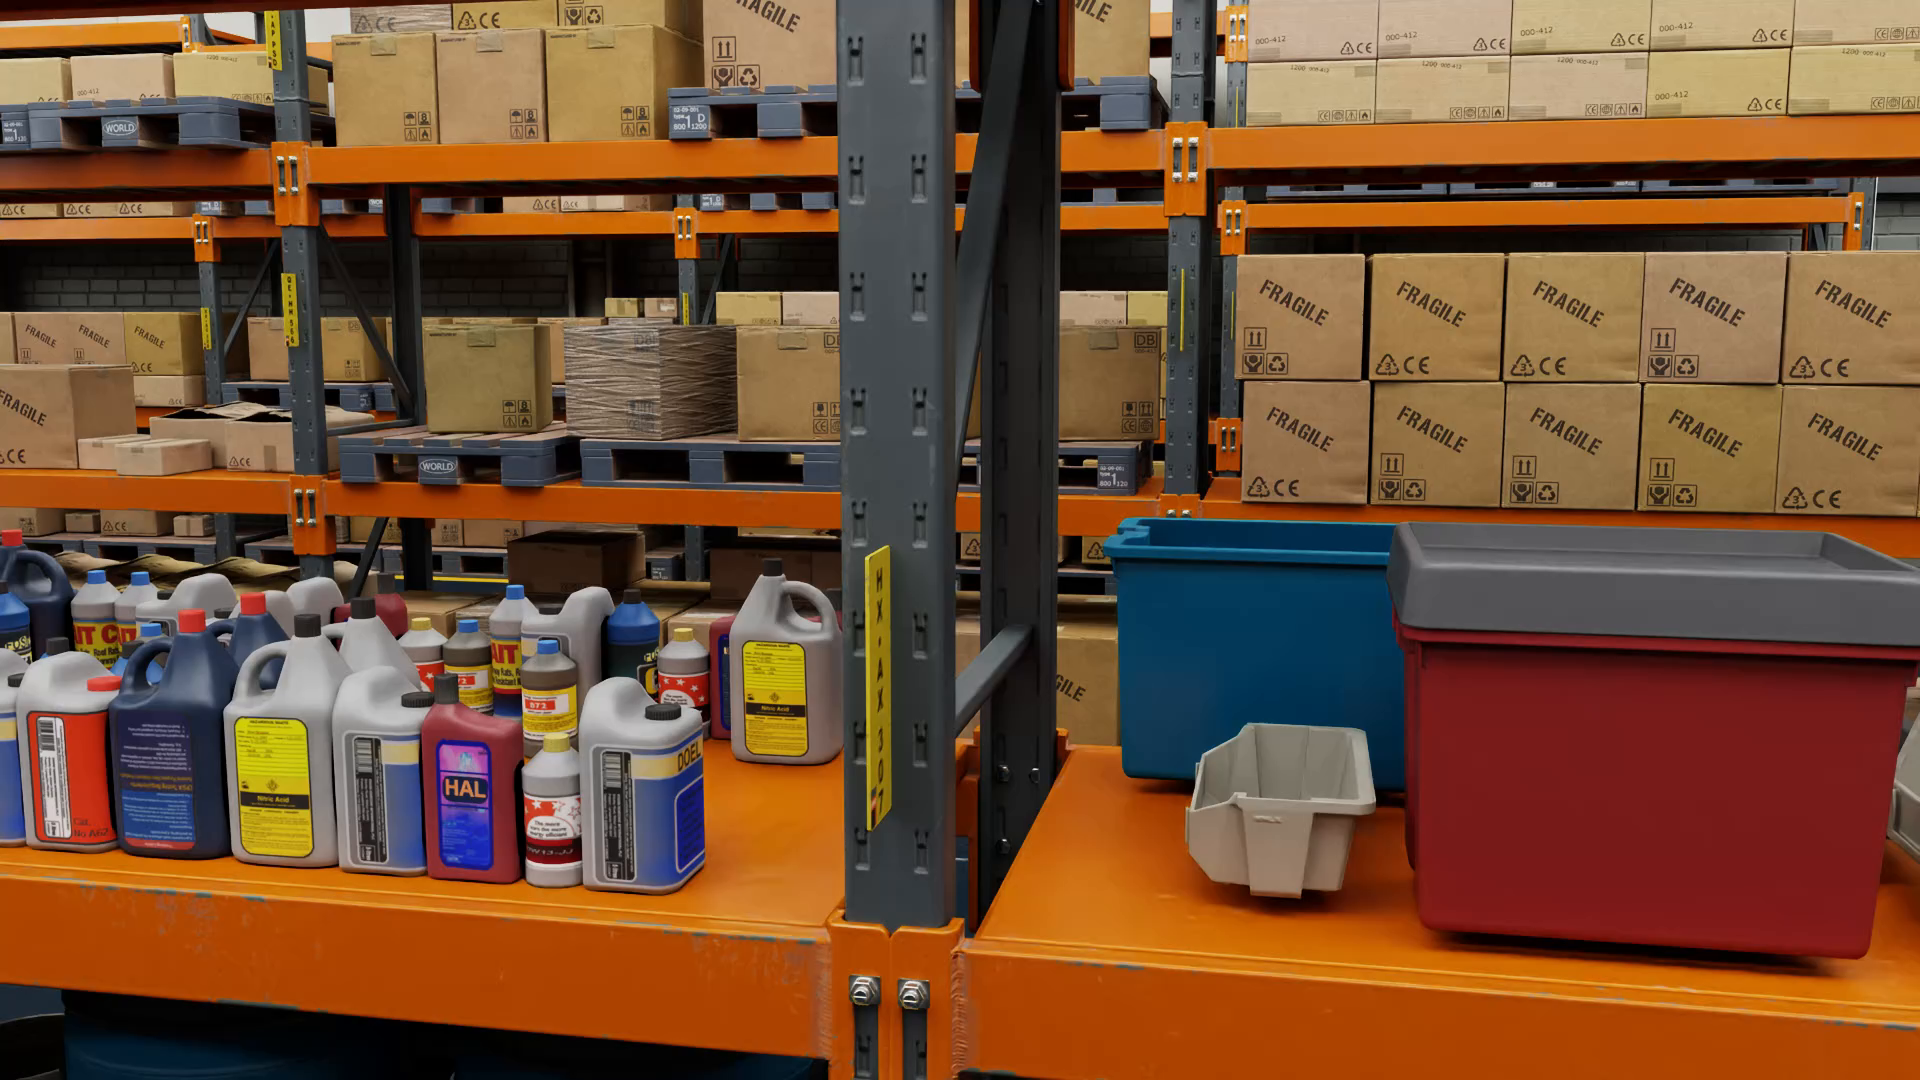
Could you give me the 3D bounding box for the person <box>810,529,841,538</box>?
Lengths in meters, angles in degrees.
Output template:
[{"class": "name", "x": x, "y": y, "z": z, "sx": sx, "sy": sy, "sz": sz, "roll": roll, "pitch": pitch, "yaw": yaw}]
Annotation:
[{"class": "person", "x": -0.644, "y": -0.134, "z": 9.793, "sx": 0.560, "sy": 1.719, "sz": 0.601, "roll": -3, "pitch": 8, "yaw": -19}]
